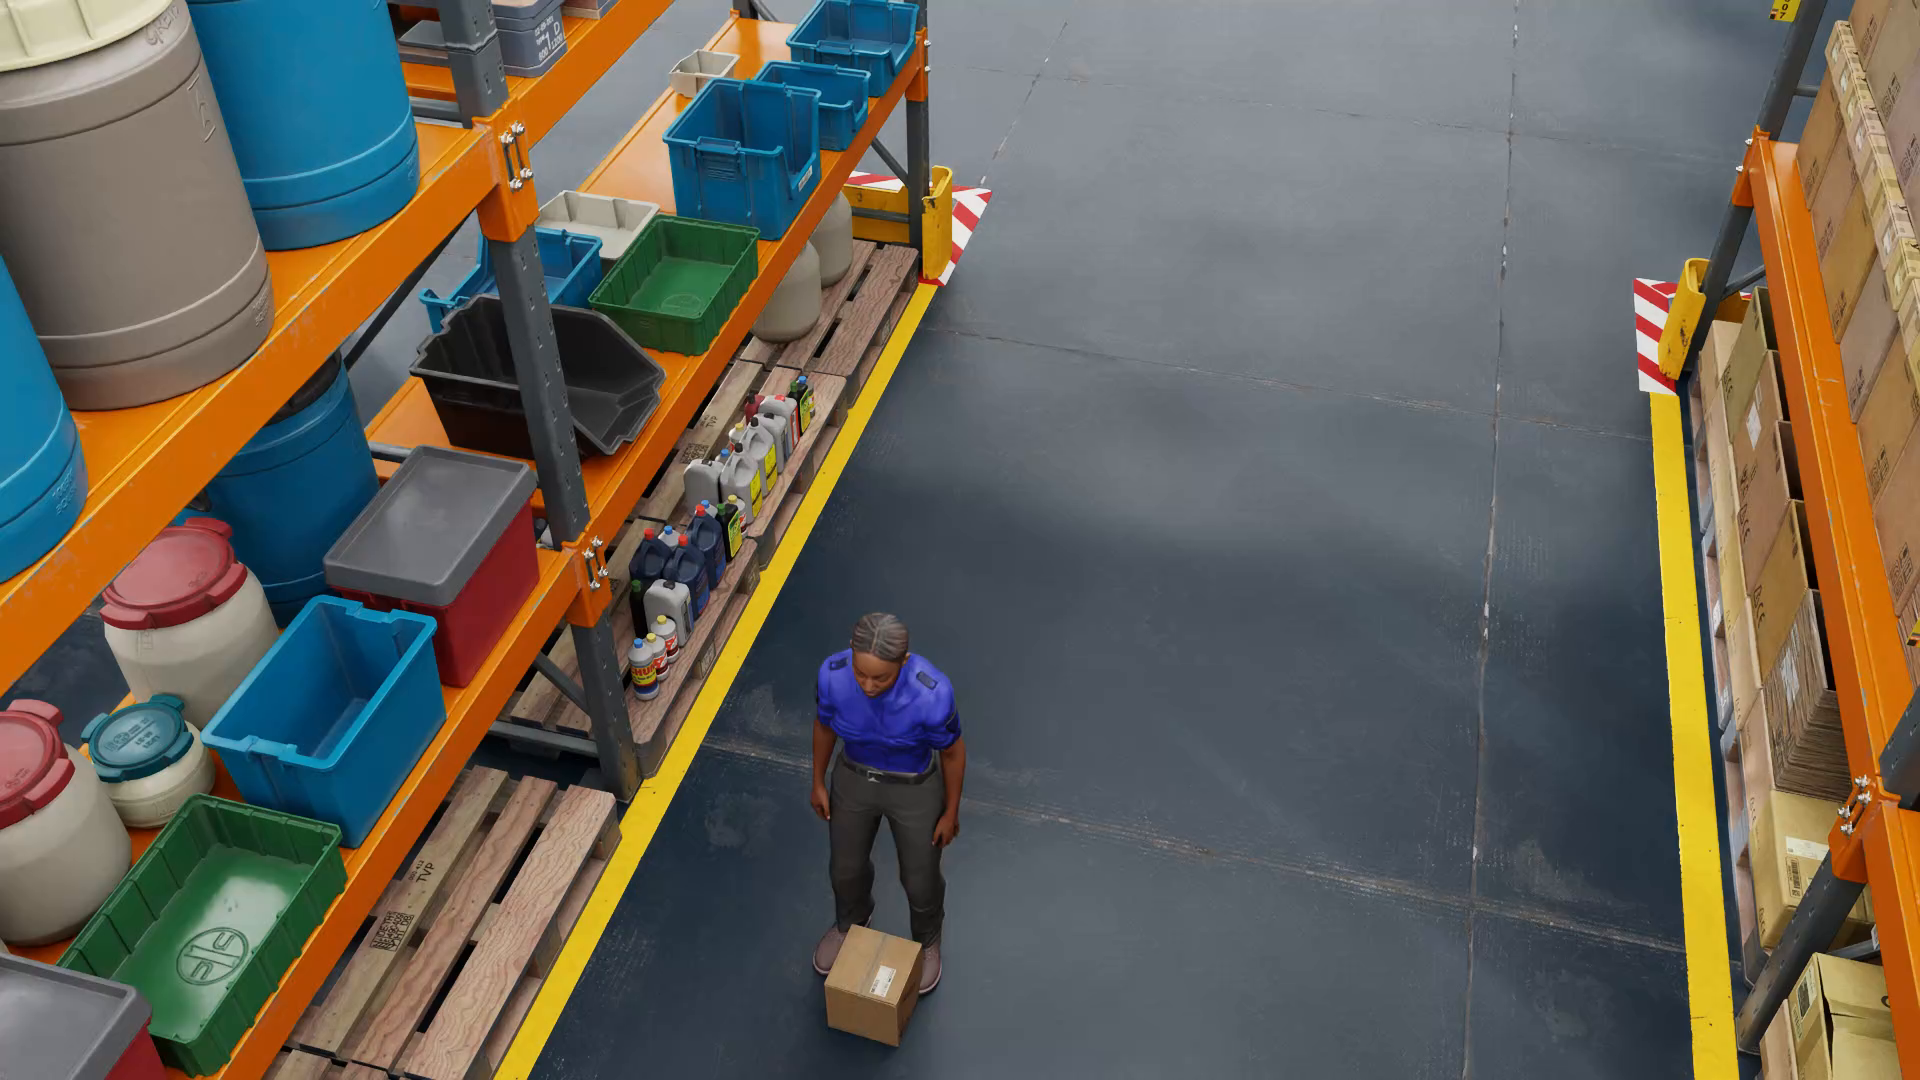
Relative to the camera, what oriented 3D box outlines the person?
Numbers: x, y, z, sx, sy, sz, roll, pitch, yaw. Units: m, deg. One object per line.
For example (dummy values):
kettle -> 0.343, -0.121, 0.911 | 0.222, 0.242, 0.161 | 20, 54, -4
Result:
person -> -0.235, 0.803, 5.247 | 0.505, 1.655, 0.347 | 10, 42, 12
